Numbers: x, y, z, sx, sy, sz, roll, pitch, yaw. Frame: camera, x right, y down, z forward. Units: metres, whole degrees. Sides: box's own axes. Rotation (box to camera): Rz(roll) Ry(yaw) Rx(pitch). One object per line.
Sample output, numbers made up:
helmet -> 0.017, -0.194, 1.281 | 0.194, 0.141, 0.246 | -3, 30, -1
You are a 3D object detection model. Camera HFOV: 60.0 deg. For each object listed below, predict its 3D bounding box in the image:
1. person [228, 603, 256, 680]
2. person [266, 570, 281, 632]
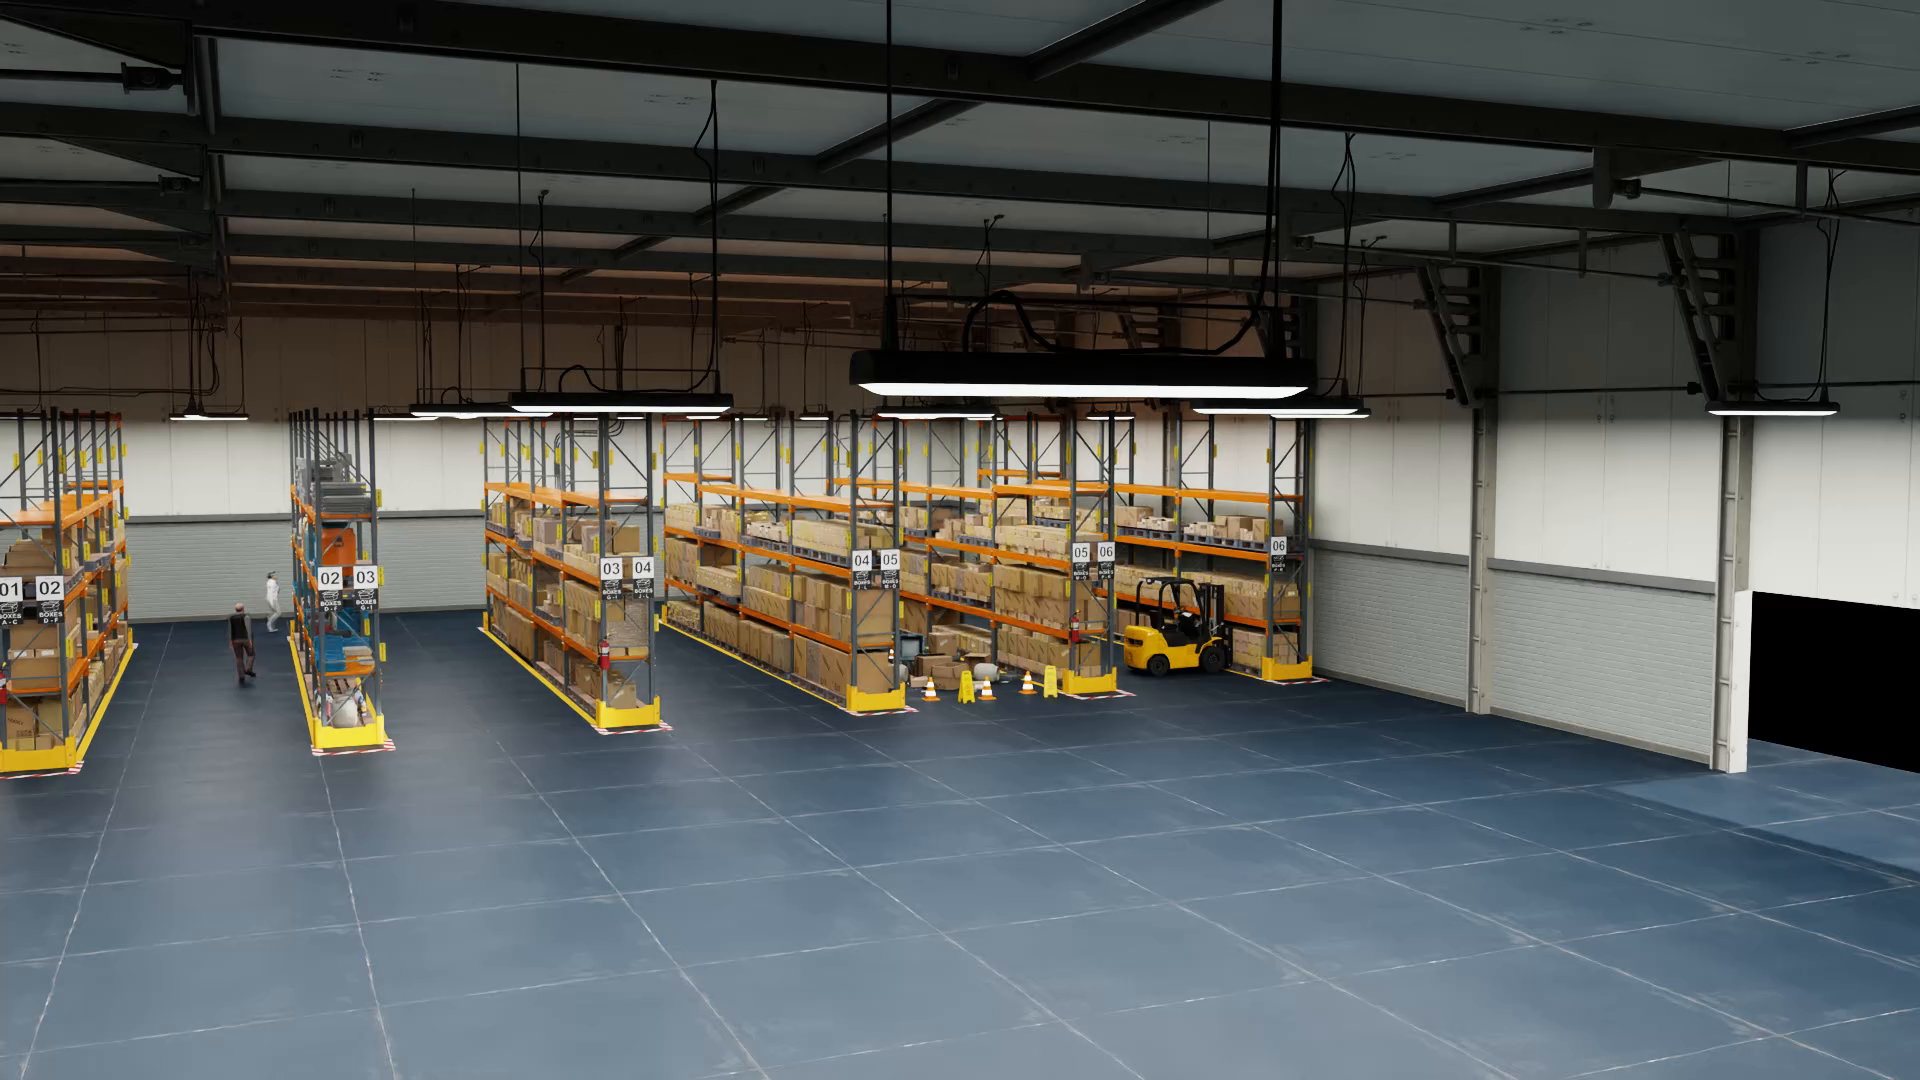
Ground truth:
person -> -15.983, 2.264, 36.994 | 0.584, 1.696, 0.507 | -1, 4, -14
person -> -18.858, 1.676, 45.656 | 0.392, 1.690, 0.511 | -2, 4, -22
